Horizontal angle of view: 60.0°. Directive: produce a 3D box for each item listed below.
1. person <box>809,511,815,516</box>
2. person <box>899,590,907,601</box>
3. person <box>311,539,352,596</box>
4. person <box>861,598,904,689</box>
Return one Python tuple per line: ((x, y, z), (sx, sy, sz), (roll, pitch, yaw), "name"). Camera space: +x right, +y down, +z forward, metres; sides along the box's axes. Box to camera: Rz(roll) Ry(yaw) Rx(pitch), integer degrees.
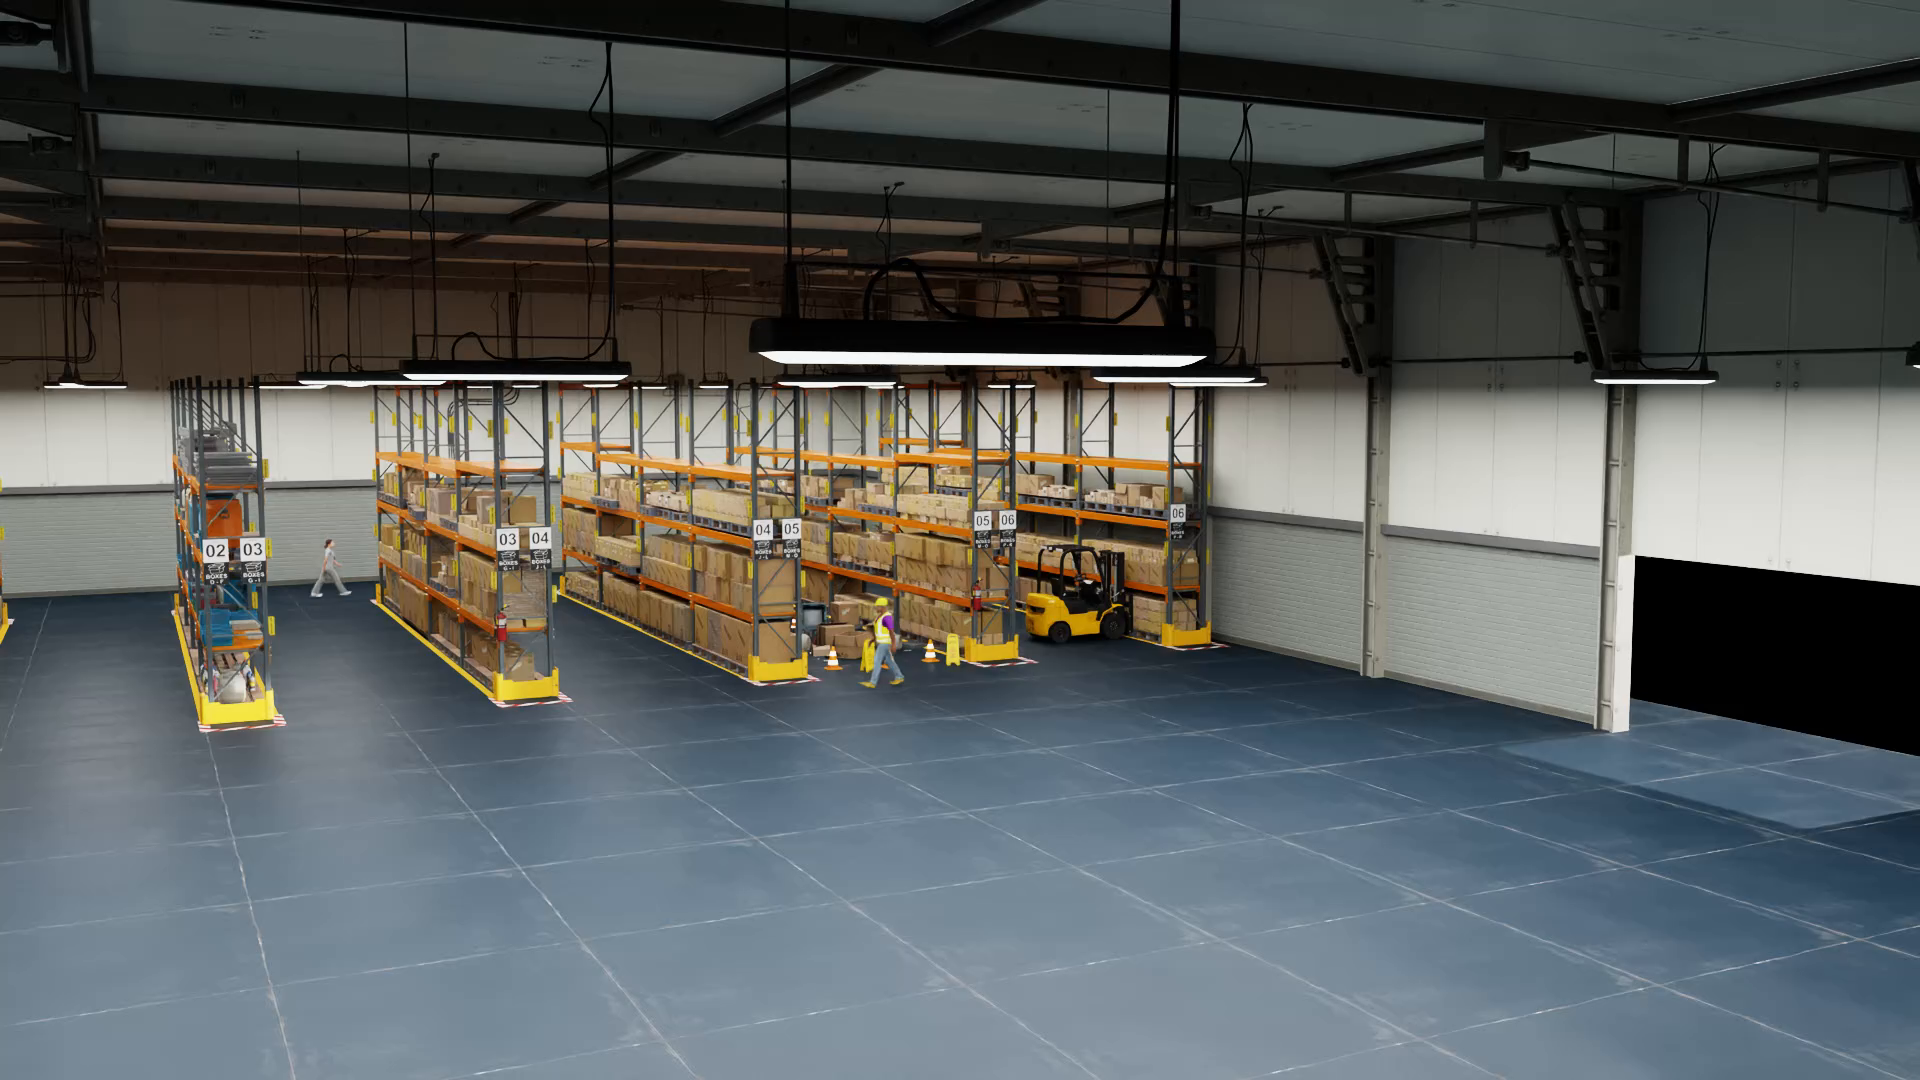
((-4.934, -0.075, 55.224), (0.608, 1.799, 0.512), (5, 7, 44), "person")
((-1.477, 0.983, 43.720), (0.621, 1.807, 0.602), (-3, 6, -31), "person")
((-17.587, 0.769, 46.445), (1.089, 1.592, 0.436), (-3, 6, -34), "person")
((-1.511, 1.991, 32.298), (0.896, 1.748, 0.575), (-1, 5, -12), "person")
